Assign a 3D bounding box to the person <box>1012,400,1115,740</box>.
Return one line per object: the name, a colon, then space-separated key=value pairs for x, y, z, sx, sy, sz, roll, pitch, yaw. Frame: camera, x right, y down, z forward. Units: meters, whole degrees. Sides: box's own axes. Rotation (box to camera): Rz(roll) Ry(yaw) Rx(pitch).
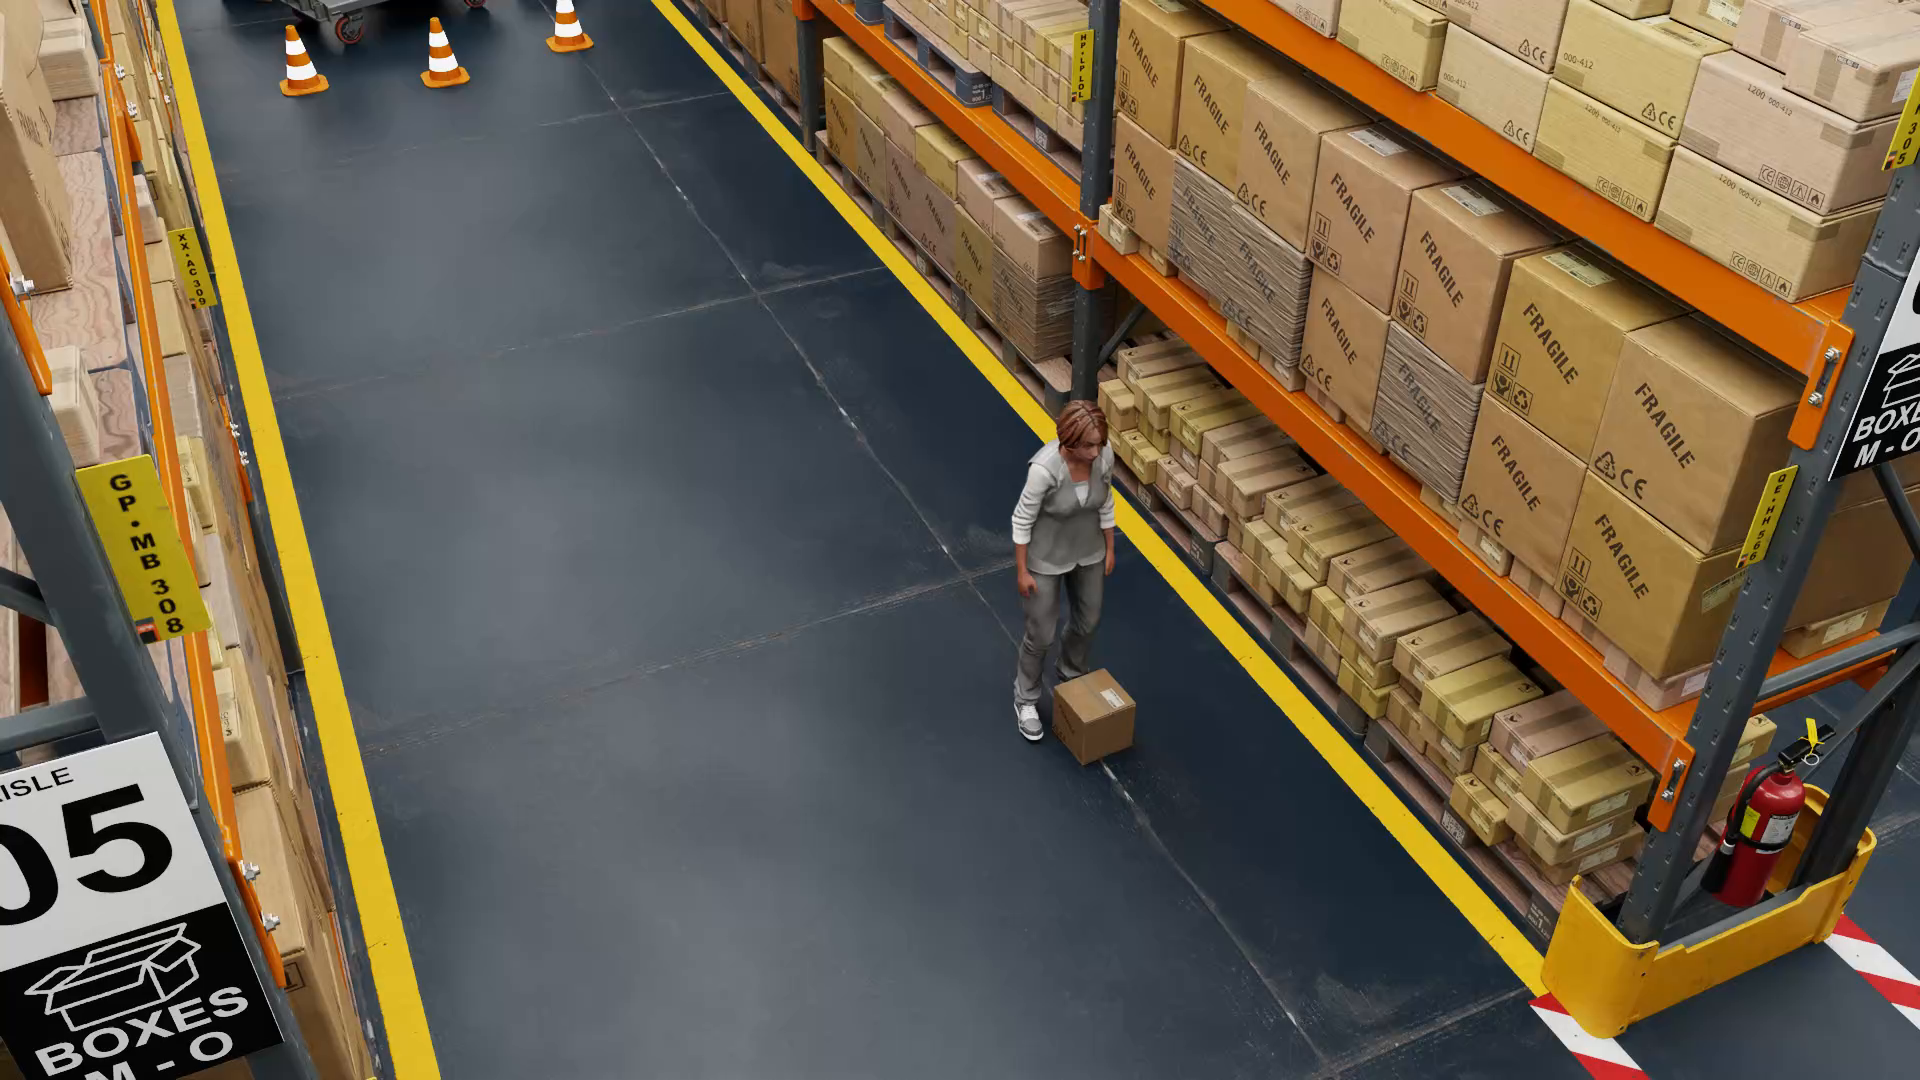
person: x=0.426 y=0.090 z=6.747 sx=0.460 sy=1.591 sz=0.348 roll=-17 pitch=41 yaw=-20
